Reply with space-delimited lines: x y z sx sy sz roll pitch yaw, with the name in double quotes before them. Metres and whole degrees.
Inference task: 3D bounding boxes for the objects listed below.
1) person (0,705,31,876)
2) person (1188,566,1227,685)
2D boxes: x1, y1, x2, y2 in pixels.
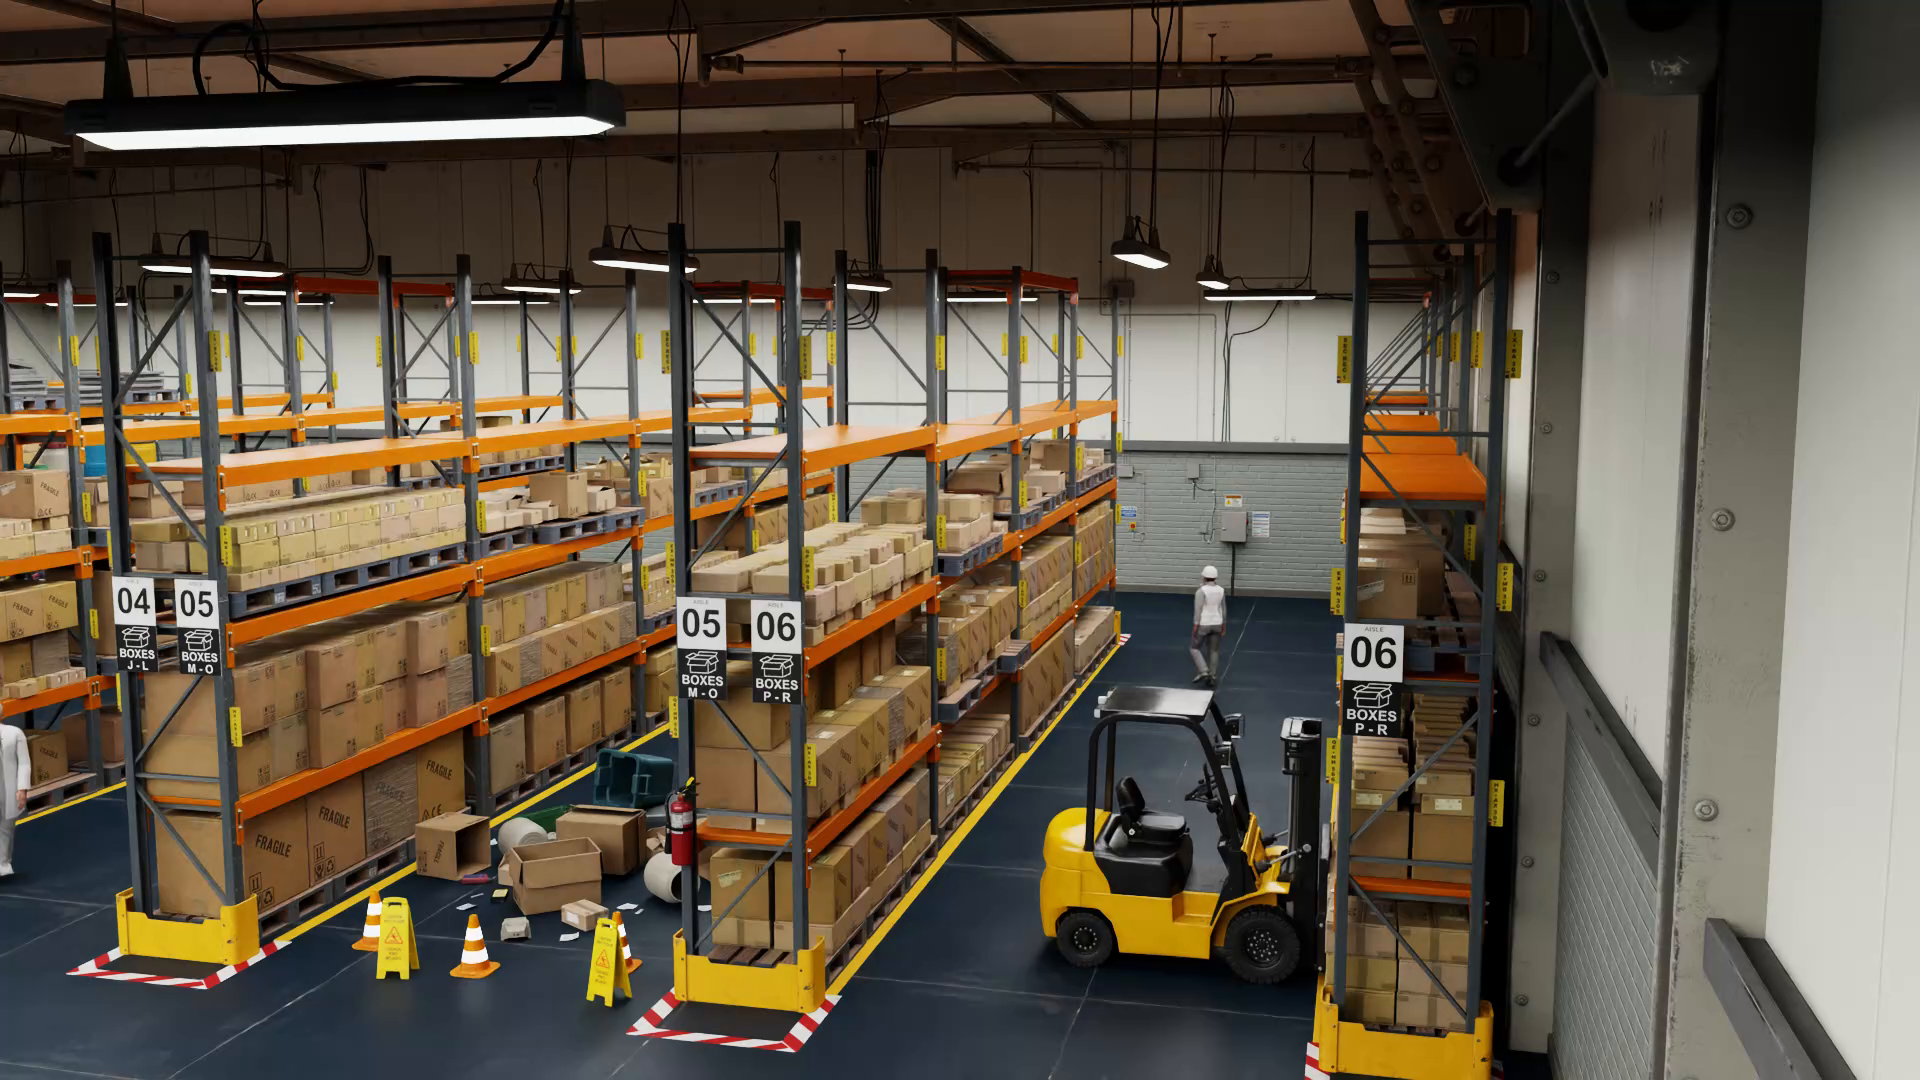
"person" -9.059 2.380 15.627 0.601 1.737 0.999 -6 9 -38
"person" 3.720 1.269 24.782 0.573 1.775 0.457 -3 8 -22
